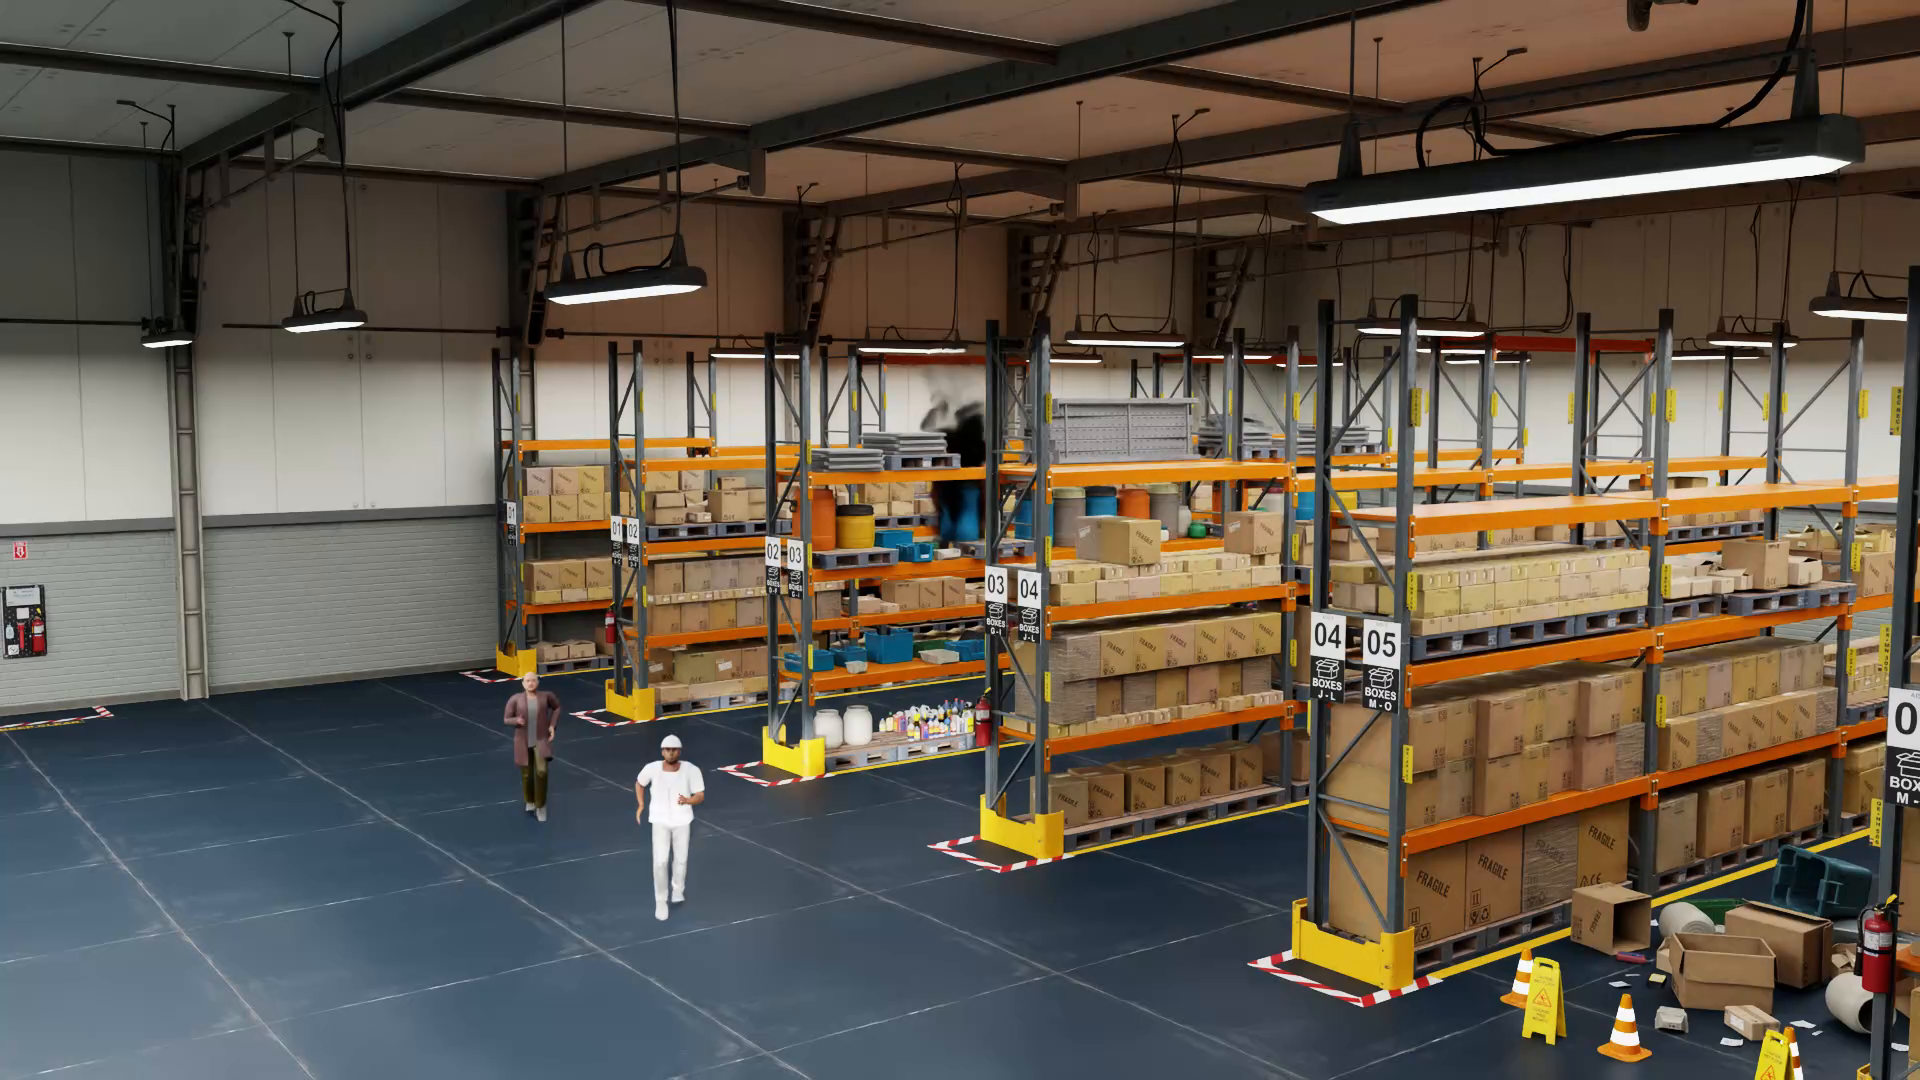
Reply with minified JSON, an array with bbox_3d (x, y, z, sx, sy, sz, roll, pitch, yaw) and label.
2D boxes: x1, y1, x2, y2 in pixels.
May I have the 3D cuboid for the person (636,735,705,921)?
[{"bbox_3d":[-2.873,2.839,16.523,0.667,1.823,0.751,-1,5,-12],"label":"person"}]

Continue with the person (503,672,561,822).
[{"bbox_3d":[-5.190,2.515,20.210,0.684,1.829,0.771,-1,5,-13],"label":"person"}]
